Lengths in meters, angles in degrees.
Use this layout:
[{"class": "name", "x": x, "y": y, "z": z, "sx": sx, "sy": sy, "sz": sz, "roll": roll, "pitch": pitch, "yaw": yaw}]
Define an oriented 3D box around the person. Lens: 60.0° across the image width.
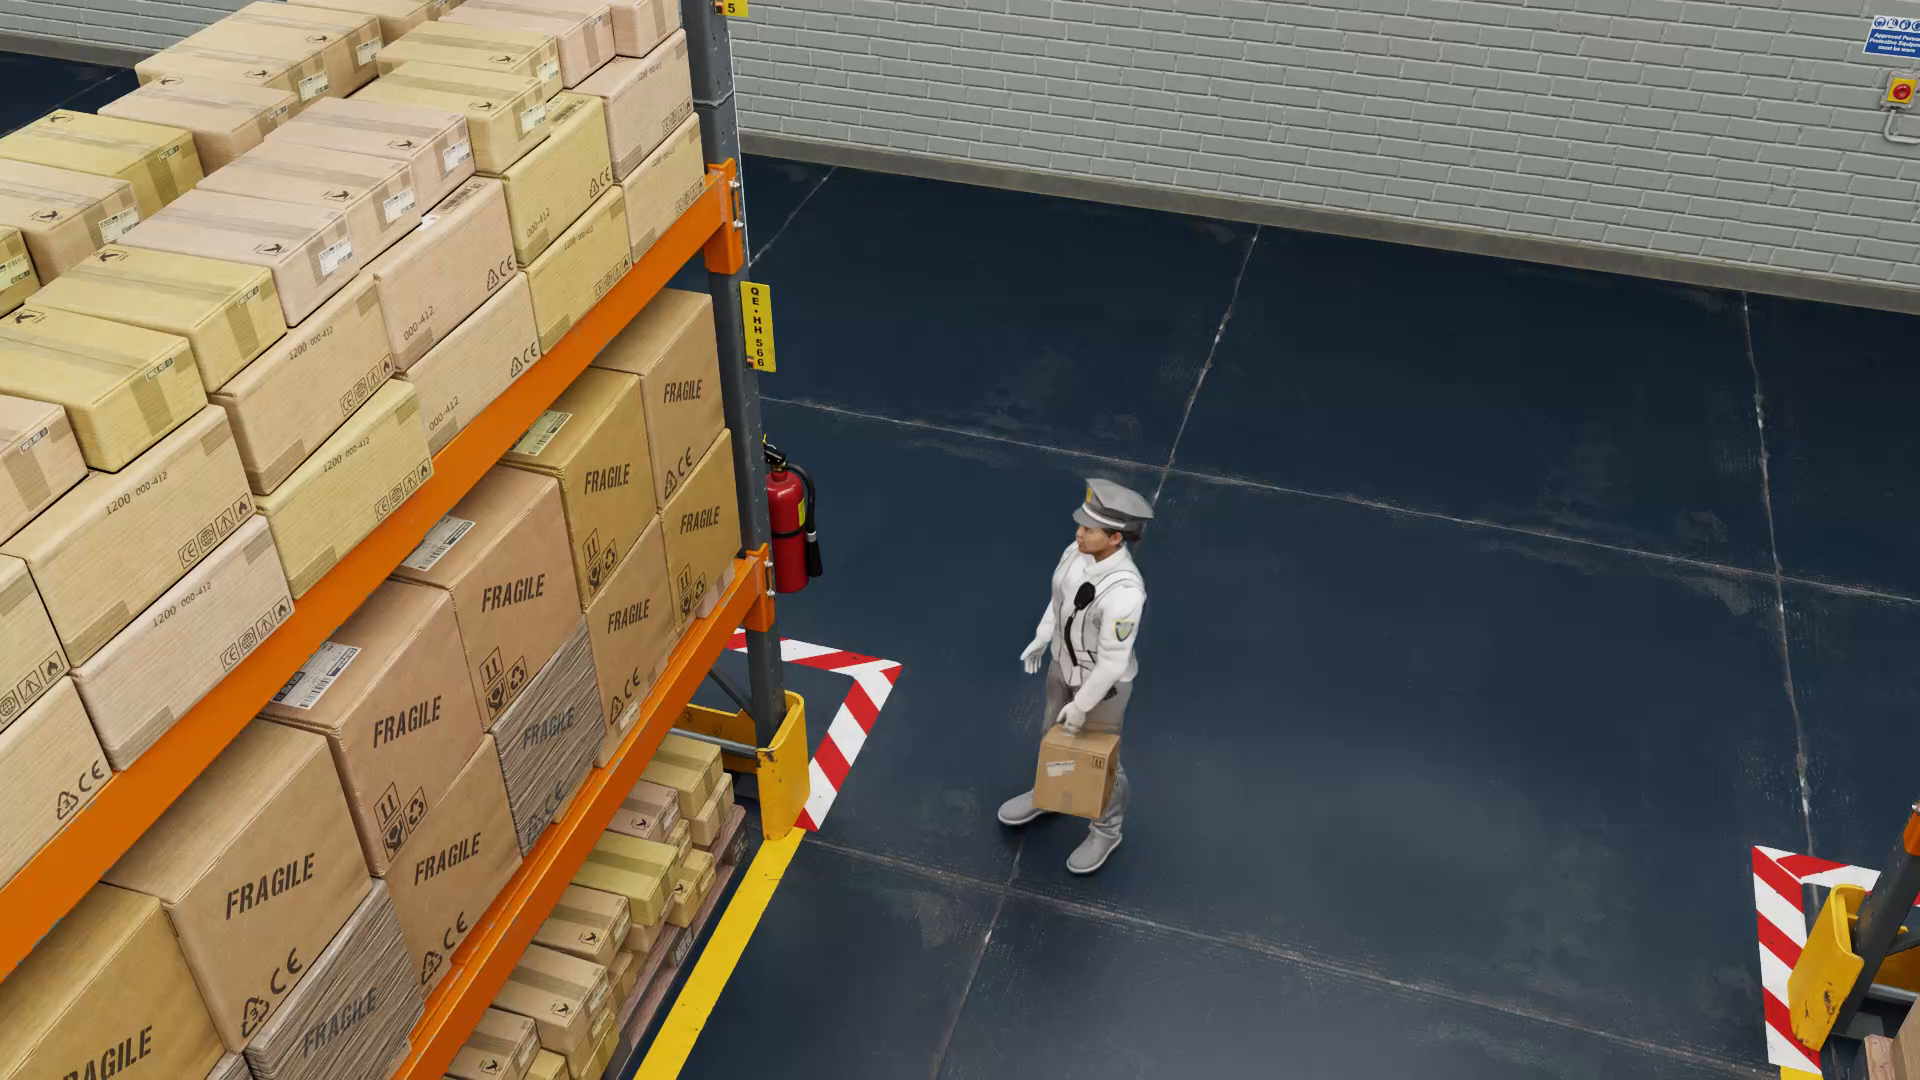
[{"class": "person", "x": 0.428, "y": 0.508, "z": 6.166, "sx": 0.492, "sy": 1.699, "sz": 0.510, "roll": -10, "pitch": 38, "yaw": -13}]
